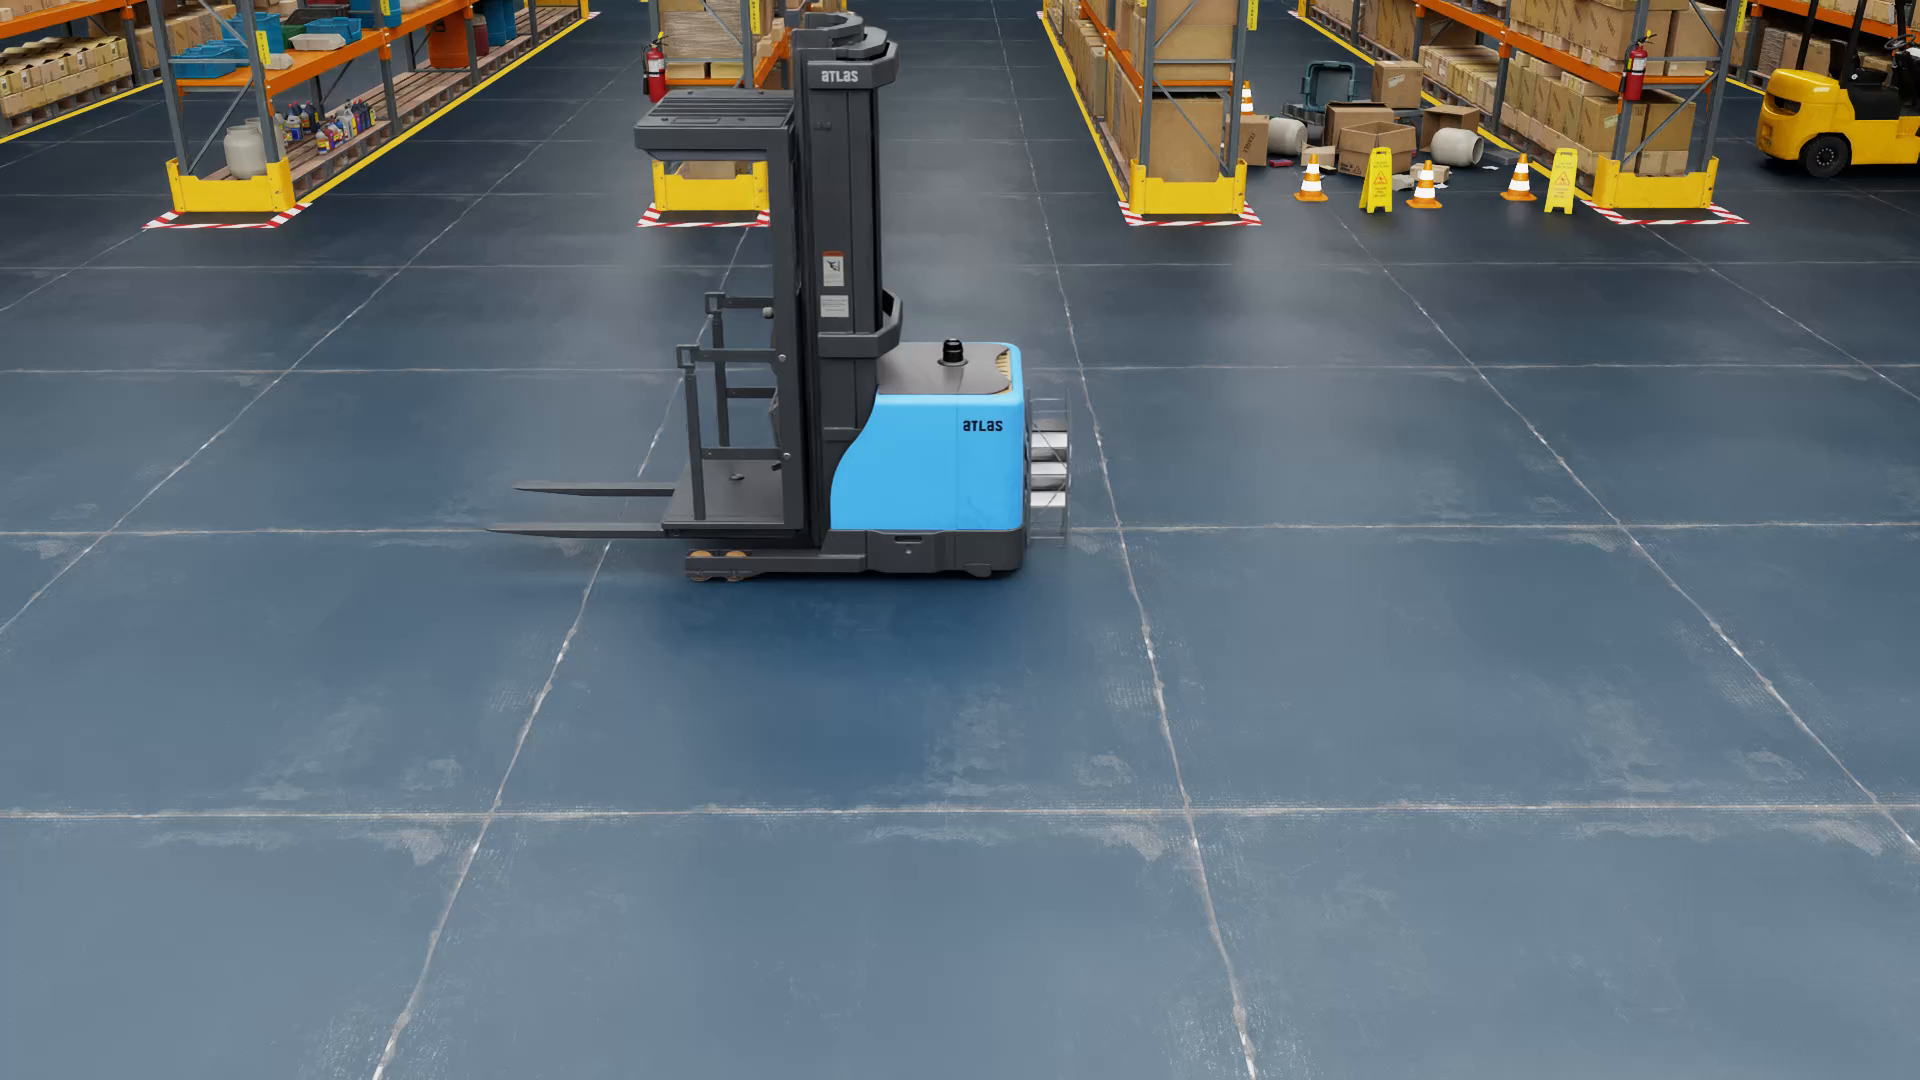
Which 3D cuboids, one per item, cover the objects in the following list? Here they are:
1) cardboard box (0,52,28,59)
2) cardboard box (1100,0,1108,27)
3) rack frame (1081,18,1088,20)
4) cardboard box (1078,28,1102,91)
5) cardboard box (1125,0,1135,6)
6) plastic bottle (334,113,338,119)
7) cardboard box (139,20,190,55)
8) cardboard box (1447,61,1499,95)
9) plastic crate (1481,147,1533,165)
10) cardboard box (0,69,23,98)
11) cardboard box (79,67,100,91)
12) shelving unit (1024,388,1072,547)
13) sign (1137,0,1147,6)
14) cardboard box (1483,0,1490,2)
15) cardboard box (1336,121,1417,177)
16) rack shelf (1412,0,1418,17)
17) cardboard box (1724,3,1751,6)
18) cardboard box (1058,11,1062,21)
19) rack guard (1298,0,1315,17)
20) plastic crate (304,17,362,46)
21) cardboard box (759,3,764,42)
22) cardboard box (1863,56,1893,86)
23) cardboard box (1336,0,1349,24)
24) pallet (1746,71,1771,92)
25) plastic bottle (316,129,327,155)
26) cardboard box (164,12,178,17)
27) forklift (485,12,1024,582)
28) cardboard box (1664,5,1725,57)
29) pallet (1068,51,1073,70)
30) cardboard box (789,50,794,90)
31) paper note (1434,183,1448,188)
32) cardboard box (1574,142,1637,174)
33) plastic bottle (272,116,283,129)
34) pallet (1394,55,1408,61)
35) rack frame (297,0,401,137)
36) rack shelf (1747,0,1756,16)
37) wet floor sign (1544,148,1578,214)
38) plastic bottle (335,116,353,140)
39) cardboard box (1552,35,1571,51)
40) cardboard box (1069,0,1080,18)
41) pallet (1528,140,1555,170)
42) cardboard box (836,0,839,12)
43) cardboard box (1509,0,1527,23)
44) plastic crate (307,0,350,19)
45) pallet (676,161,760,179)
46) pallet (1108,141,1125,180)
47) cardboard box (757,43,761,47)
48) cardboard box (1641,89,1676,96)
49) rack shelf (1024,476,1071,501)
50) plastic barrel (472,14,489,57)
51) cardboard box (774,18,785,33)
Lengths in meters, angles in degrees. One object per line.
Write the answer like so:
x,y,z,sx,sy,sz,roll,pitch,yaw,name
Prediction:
-12.858,-6.436,22.486,0.500,0.311,0.500,-1,24,-1,cardboard box
2.044,-6.732,20.873,0.500,0.500,0.500,0,24,-1,cardboard box
2.273,-8.121,24.065,1.000,3.000,0.127,0,24,-1,rack frame
2.203,-6.675,23.090,1.050,0.750,0.750,0,24,0,cardboard box
2.291,-6.213,18.355,0.875,0.550,0.500,0,24,-1,cardboard box
-7.398,-4.945,19.806,0.061,0.283,0.133,0,24,-1,plastic bottle
-12.324,-7.770,25.789,0.500,0.500,0.500,-1,24,-1,cardboard box
7.237,-6.329,22.783,0.950,0.372,0.625,1,24,1,cardboard box
6.463,-4.555,19.725,0.402,0.080,0.583,-9,26,-19,plastic crate
-12.305,-5.814,21.112,0.500,0.311,0.500,0,24,0,cardboard box
-12.332,-6.400,23.088,0.500,0.250,0.500,0,24,1,cardboard box
0.504,-0.411,9.567,0.258,0.900,0.210,0,24,-1,shelving unit
1.818,-5.463,16.496,0.100,0.325,0.005,0,24,-1,sign
6.960,-7.039,21.468,0.380,0.149,0.250,-1,24,-1,cardboard box
4.758,-4.463,19.007,0.797,0.503,0.637,-19,31,-36,cardboard box
7.200,-8.681,26.177,1.077,0.370,4.000,0,24,-1,rack shelf
12.491,-8.521,26.687,0.380,0.149,0.250,0,24,0,cardboard box
1.893,-9.037,28.679,0.380,0.149,0.250,-1,24,-3,cardboard box
7.134,-10.352,32.032,1.175,0.500,0.348,0,24,-1,rack guard
-7.313,-5.947,19.439,0.499,0.251,0.616,0,24,-1,plastic crate
-2.660,-5.869,18.605,0.875,0.500,0.500,0,24,-1,cardboard box
12.212,-5.885,21.493,0.875,0.625,0.625,1,24,2,cardboard box
7.268,-9.485,29.681,0.875,0.438,0.875,-1,24,-2,cardboard box
12.155,-6.599,24.083,1.003,0.211,1.213,0,24,-1,pallet
-7.261,-4.527,18.897,0.097,0.271,0.097,0,24,0,plastic bottle
-12.861,-8.181,26.697,0.500,0.500,0.500,0,24,0,cardboard box
-1.156,-1.323,9.119,3.031,2.935,1.130,0,24,1,forklift
7.581,-5.266,17.270,0.500,0.500,0.500,-1,24,-1,cardboard box
2.256,-7.674,26.461,1.003,0.211,1.213,0,24,-1,pallet
-2.628,-6.463,22.901,0.700,0.500,0.500,2,24,4,cardboard box
5.308,-3.916,18.371,0.148,0.019,0.142,-9,26,-19,paper note
7.031,-4.168,18.154,0.500,0.250,0.500,0,24,-1,cardboard box
-7.994,-4.799,19.401,0.144,0.351,0.185,1,24,2,plastic bottle
7.289,-7.239,25.500,1.003,0.211,1.213,0,24,-1,pallet
-7.597,-6.470,20.414,1.000,3.000,0.127,0,24,-1,rack frame
12.163,-8.705,26.230,1.077,0.370,4.000,0,24,-1,rack shelf
6.241,-3.732,17.219,0.267,0.644,0.232,8,26,18,wet floor sign
-7.298,-4.886,19.684,0.152,0.276,0.135,0,24,0,plastic bottle
6.983,-5.660,18.929,0.380,0.149,0.250,0,24,-1,cardboard box
1.983,-8.428,26.358,0.500,0.250,0.500,1,24,1,cardboard box
7.324,-4.485,19.411,1.003,0.211,1.213,0,24,-1,pallet
-2.678,-10.021,30.337,0.875,0.875,0.875,0,24,-1,cardboard box
6.991,-6.535,20.077,0.500,0.500,0.500,0,24,-1,cardboard box
-7.908,-6.697,20.839,0.402,0.464,0.583,0,24,-1,plastic crate
-2.575,-3.939,18.204,1.003,0.211,1.213,0,24,-1,pallet
2.263,-4.384,19.188,1.003,0.211,1.213,0,24,-1,pallet
-2.385,-5.363,18.272,0.380,0.149,0.250,0,24,-1,cardboard box
7.566,-4.727,18.479,0.500,0.500,0.500,-1,24,-3,cardboard box
0.504,-0.299,9.618,0.258,0.077,0.200,0,24,-1,rack shelf
-7.675,-7.877,25.944,0.600,0.588,0.708,0,24,-1,plastic barrel
-2.348,-6.290,20.322,0.380,0.149,0.250,0,24,-1,cardboard box
